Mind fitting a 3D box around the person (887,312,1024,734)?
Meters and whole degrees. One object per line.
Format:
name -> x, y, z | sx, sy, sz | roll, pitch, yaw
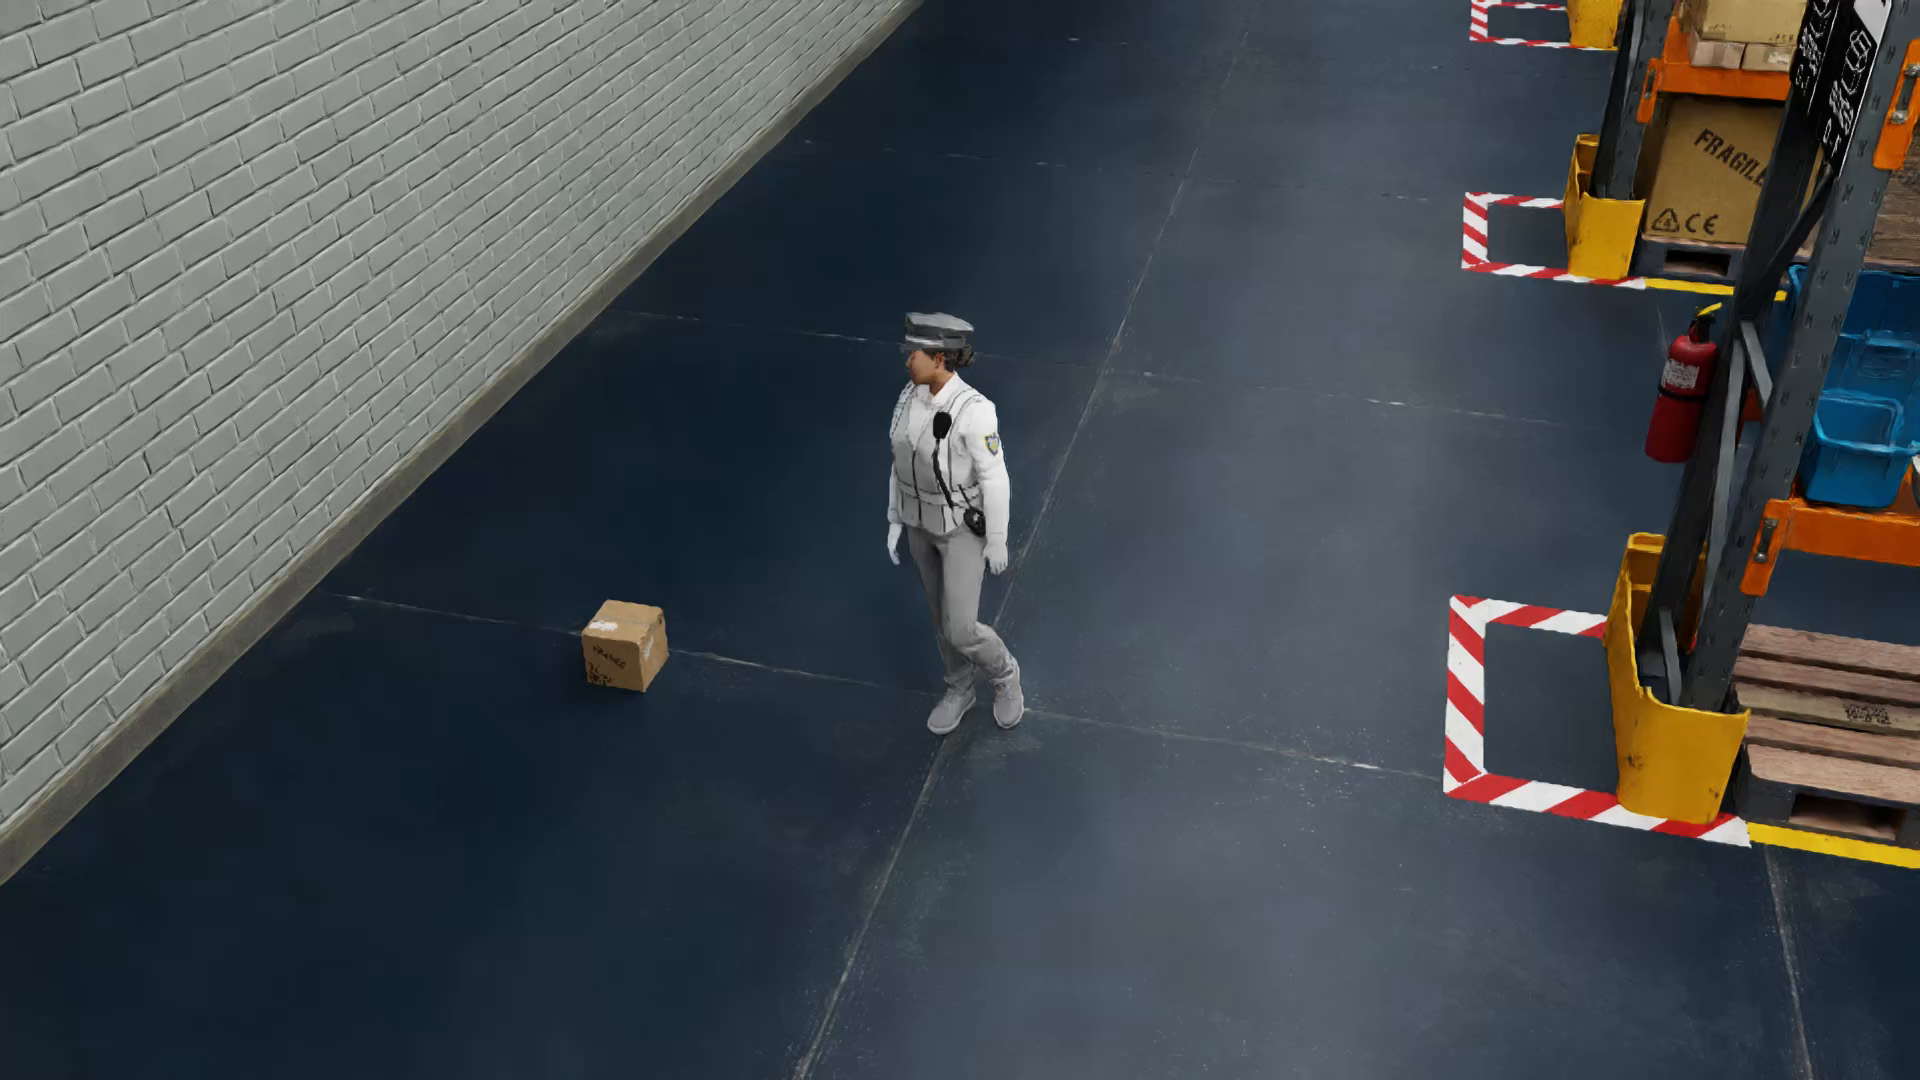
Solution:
person -> -0.023, -0.042, 6.178 | 0.565, 1.661, 0.407 | 27, 41, 35
